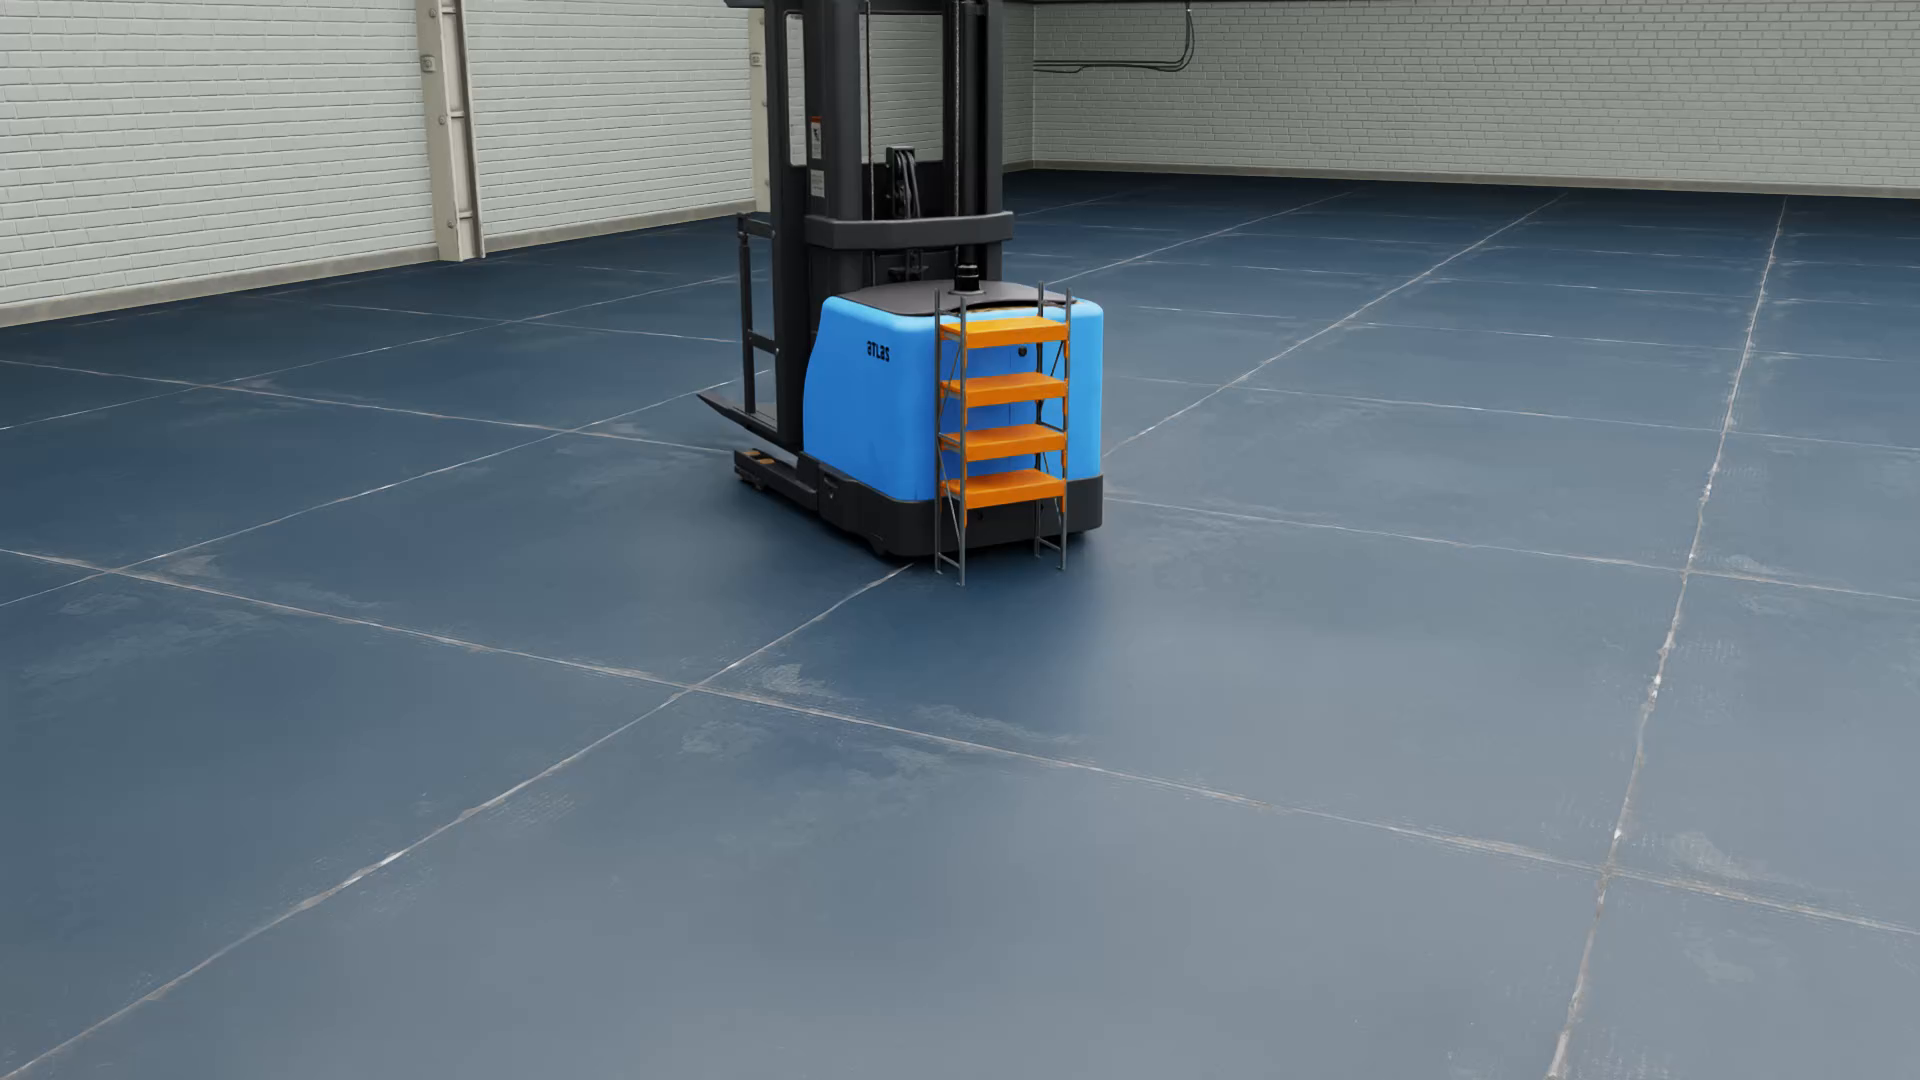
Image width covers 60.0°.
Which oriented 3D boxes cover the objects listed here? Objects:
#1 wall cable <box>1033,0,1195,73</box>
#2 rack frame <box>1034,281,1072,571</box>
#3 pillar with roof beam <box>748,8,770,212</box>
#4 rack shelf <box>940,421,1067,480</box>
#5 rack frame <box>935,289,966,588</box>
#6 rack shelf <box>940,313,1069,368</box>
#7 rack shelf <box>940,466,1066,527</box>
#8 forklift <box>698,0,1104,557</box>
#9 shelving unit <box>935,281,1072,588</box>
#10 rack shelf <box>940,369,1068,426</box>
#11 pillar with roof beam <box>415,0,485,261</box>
[{"bbox_3d":[2.619,-9.425,28.906,3.097,2.526,0.112,8,18,25],"label":"wall cable"},{"bbox_3d":[0.388,-0.473,7.008,0.015,1.200,0.240,-9,19,-27],"label":"rack frame"},{"bbox_3d":[1.290,-8.256,19.515,9.100,9.000,0.400,8,18,25],"label":"pillar with roof beam"},{"bbox_3d":[0.173,-0.376,6.916,0.480,0.148,0.258,-9,19,-27],"label":"rack shelf"},{"bbox_3d":[-0.041,-0.407,6.786,0.015,1.200,0.240,-9,19,-27],"label":"rack frame"},{"bbox_3d":[0.175,-0.817,6.783,0.480,0.148,0.258,-9,19,-27],"label":"rack shelf"},{"bbox_3d":[0.173,-0.186,6.974,0.480,0.148,0.258,-9,19,-27],"label":"rack shelf"},{"bbox_3d":[-0.501,-1.704,8.115,1.130,2.935,3.031,-9,19,-27],"label":"forklift"},{"bbox_3d":[0.173,-0.440,6.897,0.503,1.200,0.258,-9,19,-27],"label":"shelving unit"},{"bbox_3d":[0.174,-0.590,6.851,0.480,0.148,0.258,-9,19,-27],"label":"rack shelf"},{"bbox_3d":[-1.391,-6.727,14.369,9.100,9.000,0.400,8,18,25],"label":"pillar with roof beam"}]
